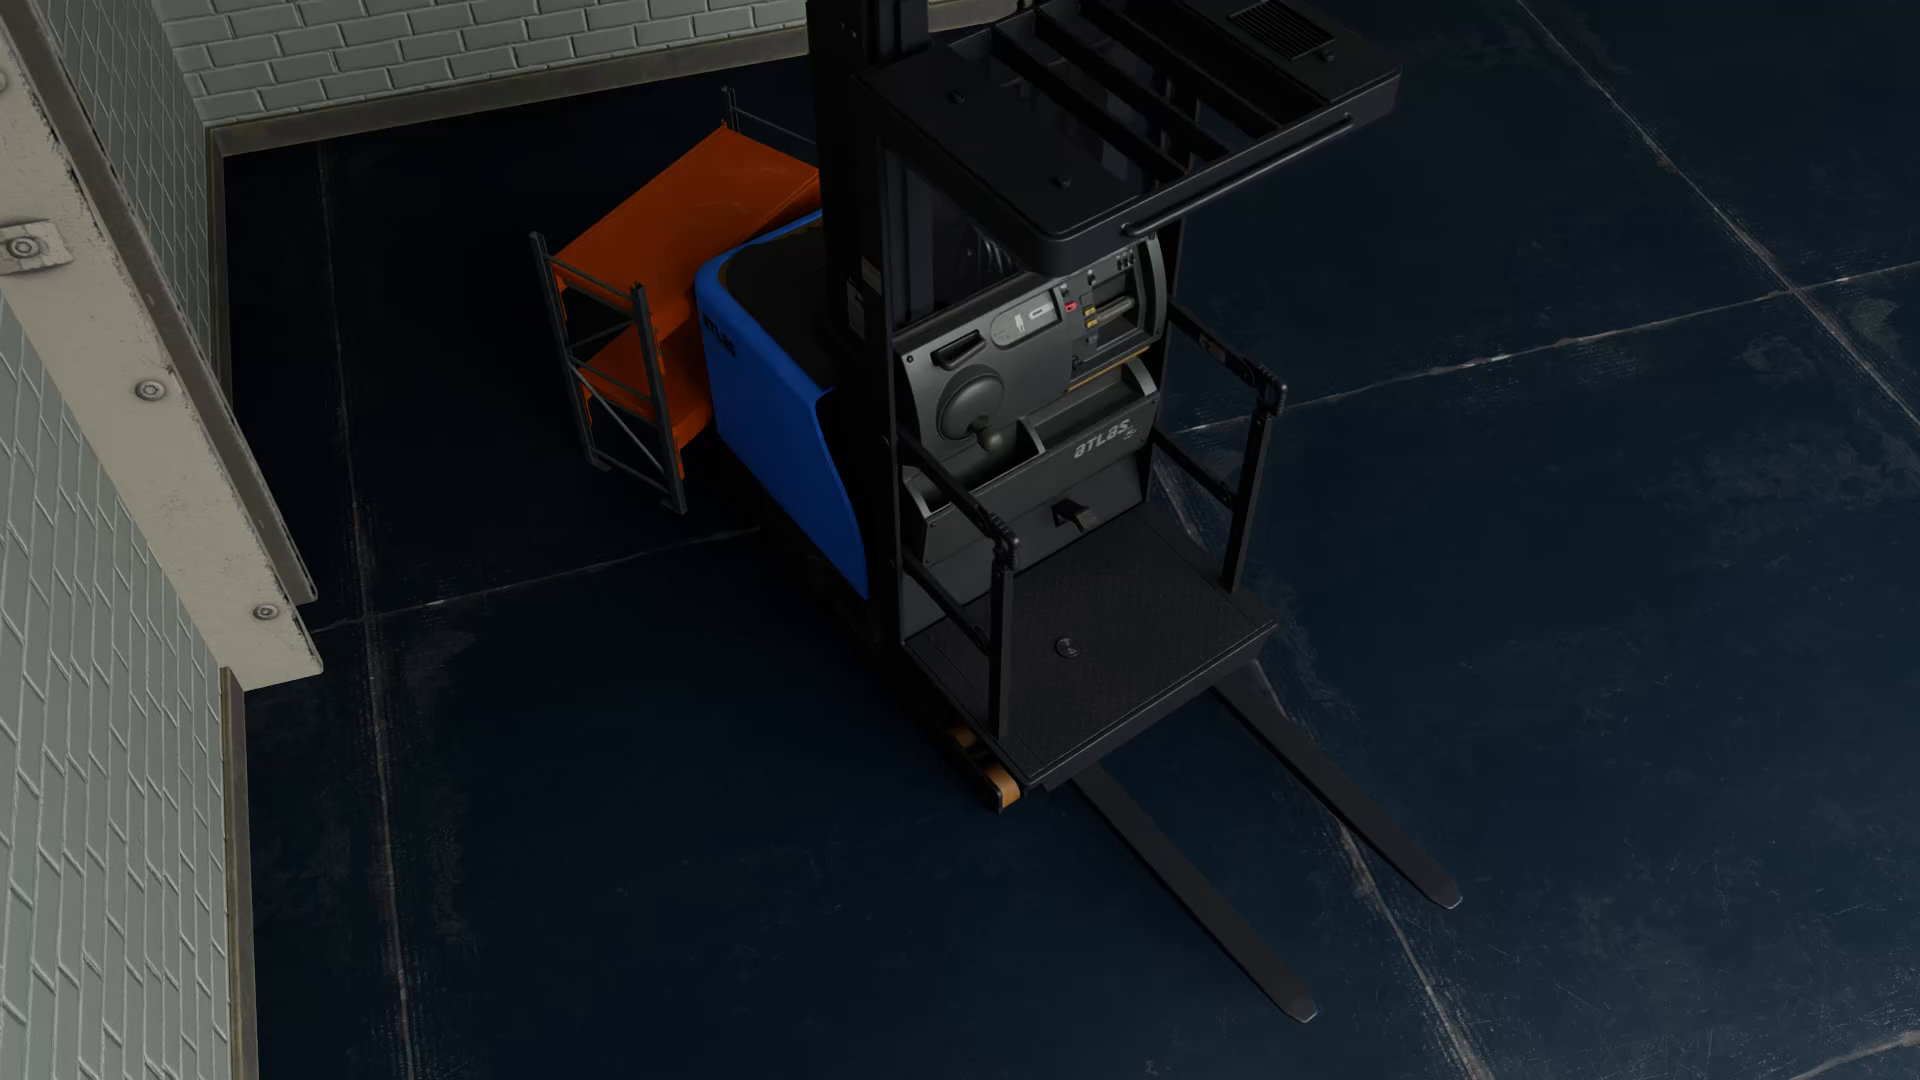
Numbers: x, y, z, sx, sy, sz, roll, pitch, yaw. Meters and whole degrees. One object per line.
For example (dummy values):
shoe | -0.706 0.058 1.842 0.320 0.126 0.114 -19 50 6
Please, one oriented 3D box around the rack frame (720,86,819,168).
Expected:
rack frame | -0.679 -1.216 6.539 0.500 1.125 0.032 28 55 21

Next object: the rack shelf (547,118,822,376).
rack shelf | -0.967 -1.084 6.045 0.538 0.278 1.000 28 55 21

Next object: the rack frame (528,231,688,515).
rack frame | -1.254 -0.575 5.999 0.500 1.125 0.032 28 55 21

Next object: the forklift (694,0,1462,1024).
forklift | 0.358 -0.491 4.746 1.130 2.935 3.031 -29 56 -23

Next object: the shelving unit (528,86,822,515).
shelving unit | -0.967 -0.896 6.269 0.538 1.125 1.048 28 55 21

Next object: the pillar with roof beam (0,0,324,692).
pillar with roof beam | 1.665 -3.517 3.329 9.100 9.000 0.400 -13 51 -11

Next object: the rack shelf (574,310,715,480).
rack shelf | -0.967 -0.738 6.456 0.538 0.278 1.000 28 55 21
